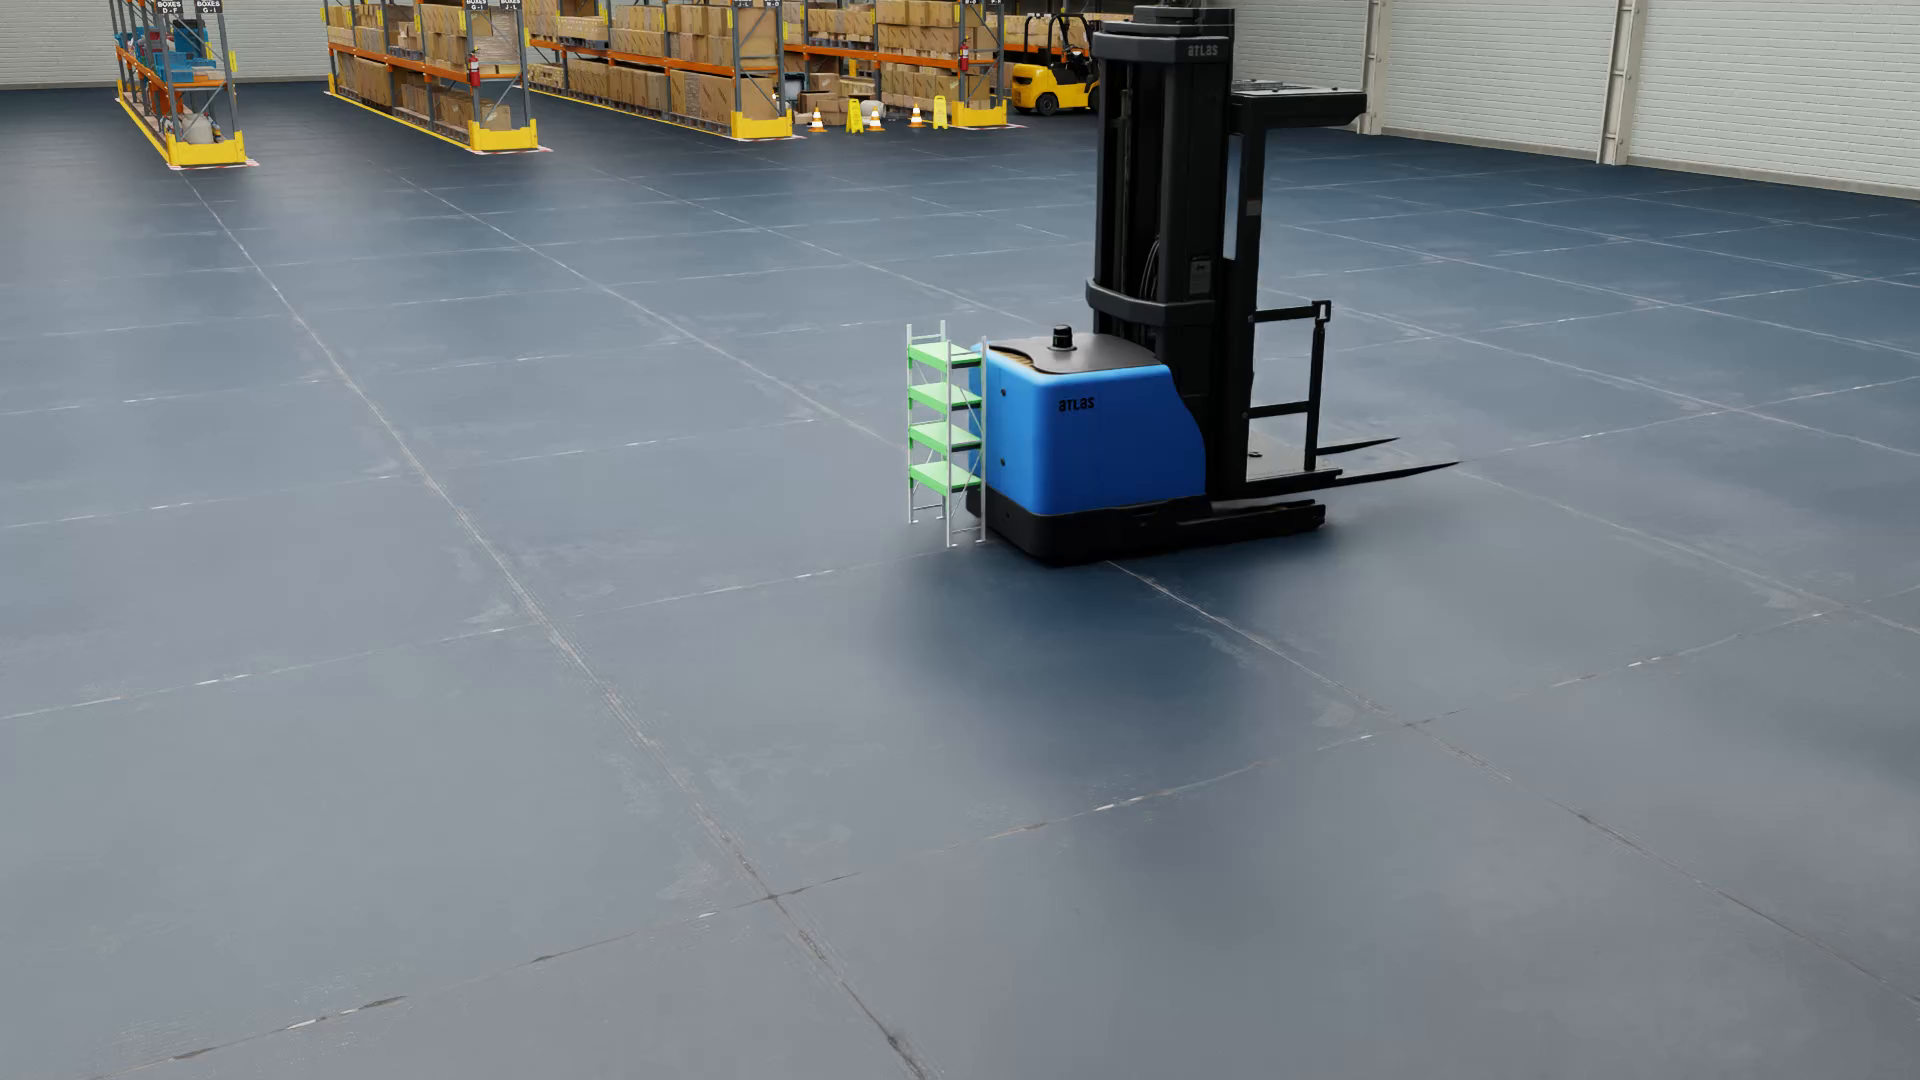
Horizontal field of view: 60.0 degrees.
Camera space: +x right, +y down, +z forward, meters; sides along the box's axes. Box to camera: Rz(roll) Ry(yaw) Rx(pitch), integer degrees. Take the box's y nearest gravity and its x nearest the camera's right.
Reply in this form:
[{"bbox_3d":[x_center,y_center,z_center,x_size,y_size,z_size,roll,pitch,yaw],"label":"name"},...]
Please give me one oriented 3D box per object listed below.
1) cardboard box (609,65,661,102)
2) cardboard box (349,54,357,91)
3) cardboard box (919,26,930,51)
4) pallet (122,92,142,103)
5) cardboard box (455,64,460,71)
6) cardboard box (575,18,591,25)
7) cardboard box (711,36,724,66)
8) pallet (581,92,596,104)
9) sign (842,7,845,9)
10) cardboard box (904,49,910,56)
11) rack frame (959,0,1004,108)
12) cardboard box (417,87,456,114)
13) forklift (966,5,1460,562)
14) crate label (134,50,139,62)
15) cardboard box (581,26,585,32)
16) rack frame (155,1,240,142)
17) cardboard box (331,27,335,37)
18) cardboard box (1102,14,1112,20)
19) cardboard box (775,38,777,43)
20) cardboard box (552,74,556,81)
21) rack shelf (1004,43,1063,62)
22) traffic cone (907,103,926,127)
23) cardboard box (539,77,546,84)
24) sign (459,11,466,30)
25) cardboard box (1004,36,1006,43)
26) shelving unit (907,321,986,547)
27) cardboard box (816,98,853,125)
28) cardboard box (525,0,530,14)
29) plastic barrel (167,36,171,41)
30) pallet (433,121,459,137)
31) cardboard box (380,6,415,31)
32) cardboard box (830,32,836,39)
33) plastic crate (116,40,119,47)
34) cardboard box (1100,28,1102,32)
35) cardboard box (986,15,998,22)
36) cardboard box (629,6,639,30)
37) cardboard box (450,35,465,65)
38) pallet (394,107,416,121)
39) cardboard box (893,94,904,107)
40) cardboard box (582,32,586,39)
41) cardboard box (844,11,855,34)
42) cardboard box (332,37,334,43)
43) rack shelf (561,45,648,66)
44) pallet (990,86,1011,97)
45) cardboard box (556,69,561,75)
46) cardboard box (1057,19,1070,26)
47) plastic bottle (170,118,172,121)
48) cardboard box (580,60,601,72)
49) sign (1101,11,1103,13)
[{"bbox_3d":[-7.458,-10.534,38.365,1.050,0.750,0.750,-10,22,-27],"label":"cardboard box"},{"bbox_3d":[-14.650,-11.651,41.411,0.875,0.875,0.875,-10,21,-27],"label":"cardboard box"},{"bbox_3d":[-0.529,-10.676,35.364,0.500,0.500,0.500,-10,21,-27],"label":"cardboard box"},{"bbox_3d":[-19.881,-10.817,40.655,1.003,0.211,1.213,-10,21,-27],"label":"pallet"},{"bbox_3d":[-9.207,-8.839,31.034,0.380,0.149,0.250,-10,21,-27],"label":"cardboard box"},{"bbox_3d":[-9.039,-12.465,39.985,0.380,0.149,0.250,-9,21,-25],"label":"cardboard box"},{"bbox_3d":[-4.365,-9.616,32.670,0.875,0.550,0.550,-10,21,-27],"label":"cardboard box"},{"bbox_3d":[-8.613,-10.844,40.733,1.003,0.211,1.213,-10,21,-27],"label":"pallet"},{"bbox_3d":[-2.886,-12.980,40.996,0.100,0.325,0.005,-10,21,-27],"label":"sign"},{"bbox_3d":[-0.993,-10.608,36.159,0.380,0.149,0.250,-10,21,-26],"label":"cardboard box"},{"bbox_3d":[0.440,-10.087,34.265,1.000,3.000,0.127,-10,21,-27],"label":"rack frame"},{"bbox_3d":[-10.930,-9.206,34.871,0.700,0.500,0.500,-12,22,-31],"label":"cardboard box"},{"bbox_3d":[1.599,-1.565,9.674,3.031,2.935,1.130,-8,21,-22],"label":"forklift"},{"bbox_3d":[-16.569,-9.823,33.757,0.303,0.233,0.416,-10,21,-27],"label":"crate label"},{"bbox_3d":[-8.793,-12.175,39.600,0.380,0.149,0.250,-10,21,-27],"label":"cardboard box"},{"bbox_3d":[-12.641,-7.785,27.593,1.000,3.000,0.127,-10,21,-27],"label":"rack frame"},{"bbox_3d":[-15.636,-12.887,42.153,0.500,0.250,0.500,-10,22,-27],"label":"cardboard box"},{"bbox_3d":[3.479,-12.005,38.218,0.380,0.149,0.250,-10,21,-27],"label":"cardboard box"},{"bbox_3d":[-4.576,-12.851,42.504,0.500,0.250,0.500,-10,22,-28],"label":"cardboard box"},{"bbox_3d":[-10.278,-11.919,42.844,0.380,0.149,0.250,-11,22,-29],"label":"cardboard box"},{"bbox_3d":[1.957,-12.239,41.605,1.077,0.370,4.000,-10,21,-27],"label":"rack shelf"},{"bbox_3d":[-0.900,-8.811,34.457,0.336,0.463,0.334,-10,21,-27],"label":"traffic cone"},{"bbox_3d":[-10.907,-12.169,44.024,0.380,0.149,0.250,-11,22,-29],"label":"cardboard box"},{"bbox_3d":[-8.780,-9.168,29.343,0.100,0.325,0.005,-10,21,-27],"label":"sign"},{"bbox_3d":[1.238,-12.772,42.276,0.500,0.250,0.500,-10,22,-28],"label":"cardboard box"},{"bbox_3d":[-0.079,-0.615,9.573,0.258,1.200,0.503,-10,21,-27],"label":"shelving unit"},{"bbox_3d":[-2.622,-9.019,34.997,0.637,0.503,0.797,7,20,20],"label":"cardboard box"},{"bbox_3d":[-11.242,-14.231,44.132,0.500,0.500,0.500,-9,21,-25],"label":"cardboard box"},{"bbox_3d":[-15.763,-9.872,33.470,0.421,0.512,0.421,0,19,0],"label":"plastic barrel"},{"bbox_3d":[-9.831,-8.195,33.056,1.003,0.211,1.213,-10,21,-27],"label":"pallet"},{"bbox_3d":[-12.413,-11.582,36.907,0.797,0.503,0.637,-9,21,-25],"label":"cardboard box"},{"bbox_3d":[-2.879,-12.030,39.637,0.380,0.149,0.250,-9,21,-23],"label":"cardboard box"},{"bbox_3d":[-20.009,-11.860,39.715,0.250,0.136,0.298,-10,21,-27],"label":"plastic crate"},{"bbox_3d":[3.391,-11.592,38.474,0.500,0.500,0.500,-10,22,-27],"label":"cardboard box"},{"bbox_3d":[0.900,-13.370,42.632,0.380,0.149,0.250,-9,21,-25],"label":"cardboard box"},{"bbox_3d":[-6.976,-11.685,37.211,0.700,0.500,0.500,-10,22,-27],"label":"cardboard box"},{"bbox_3d":[-8.862,-9.027,30.583,0.875,0.500,0.500,-10,21,-27],"label":"cardboard box"},{"bbox_3d":[-11.711,-9.306,36.276,1.003,0.211,1.213,-10,21,-27],"label":"pallet"},{"bbox_3d":[-1.154,-9.771,36.921,0.500,0.250,0.500,-9,21,-24],"label":"cardboard box"},{"bbox_3d":[-8.789,-12.032,39.644,0.380,0.149,0.250,-11,22,-29],"label":"cardboard box"},{"bbox_3d":[-2.357,-12.010,38.584,0.500,0.500,0.500,-9,21,-25],"label":"cardboard box"},{"bbox_3d":[-15.756,-12.726,42.299,0.380,0.149,0.250,-11,22,-28],"label":"cardboard box"},{"bbox_3d":[-8.617,-11.822,40.395,1.077,0.370,4.000,-10,21,-27],"label":"rack shelf"},{"bbox_3d":[1.364,-11.593,42.904,1.003,0.211,1.213,-10,21,-27],"label":"pallet"},{"bbox_3d":[-10.121,-11.997,42.615,0.380,0.149,0.250,-10,21,-26],"label":"cardboard box"},{"bbox_3d":[2.549,-12.423,39.886,0.380,0.149,0.250,-9,21,-25],"label":"cardboard box"},{"bbox_3d":[-14.503,-7.626,30.622,0.061,0.283,0.133,-10,21,-27],"label":"plastic bottle"},{"bbox_3d":[-8.955,-11.555,40.557,0.500,0.250,0.500,-9,21,-25],"label":"cardboard box"},{"bbox_3d":[3.395,-12.538,39.920,0.100,0.325,0.005,-10,21,-27],"label":"sign"}]
